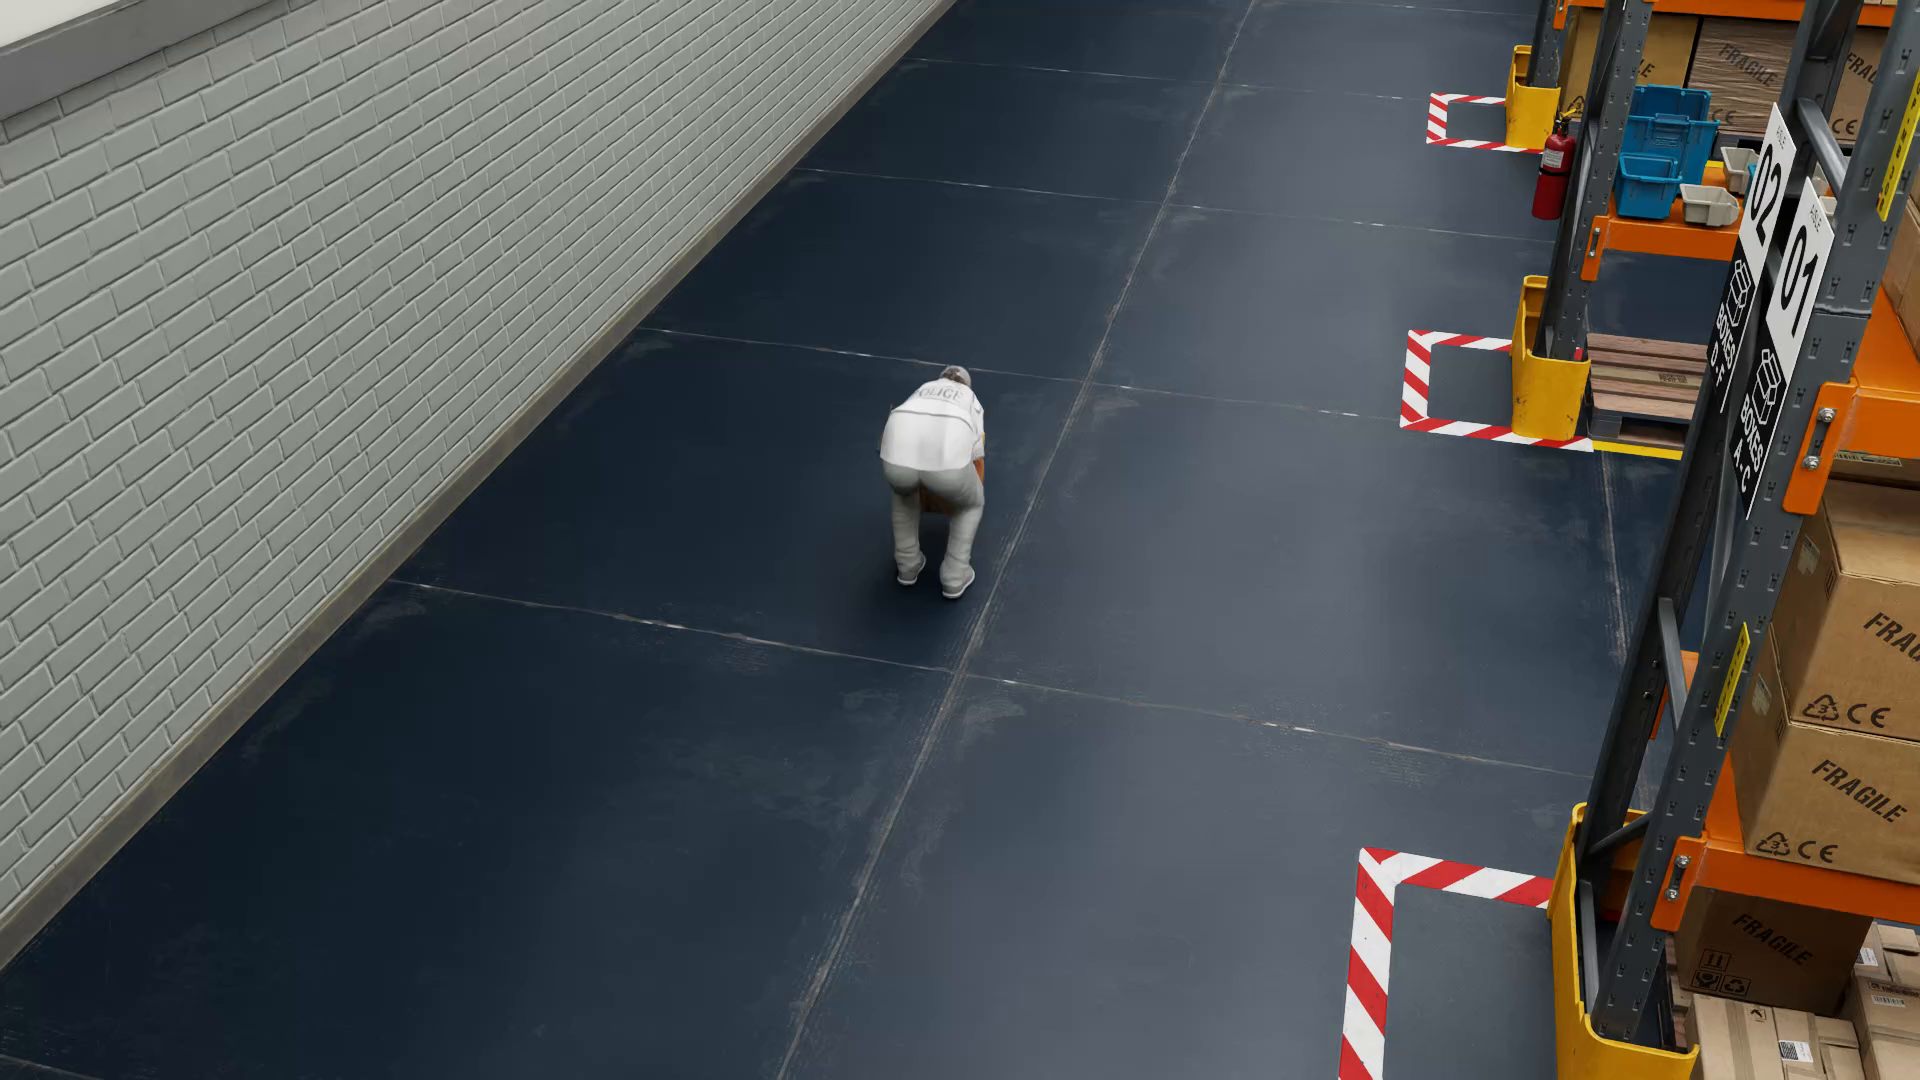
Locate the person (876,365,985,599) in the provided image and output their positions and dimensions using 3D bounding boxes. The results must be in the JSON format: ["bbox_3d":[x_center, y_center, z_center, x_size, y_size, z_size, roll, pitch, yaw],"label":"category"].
[{"bbox_3d":[-0.097,-0.317,8.215,0.480,1.026,0.951,7,34,10],"label":"person"}]
